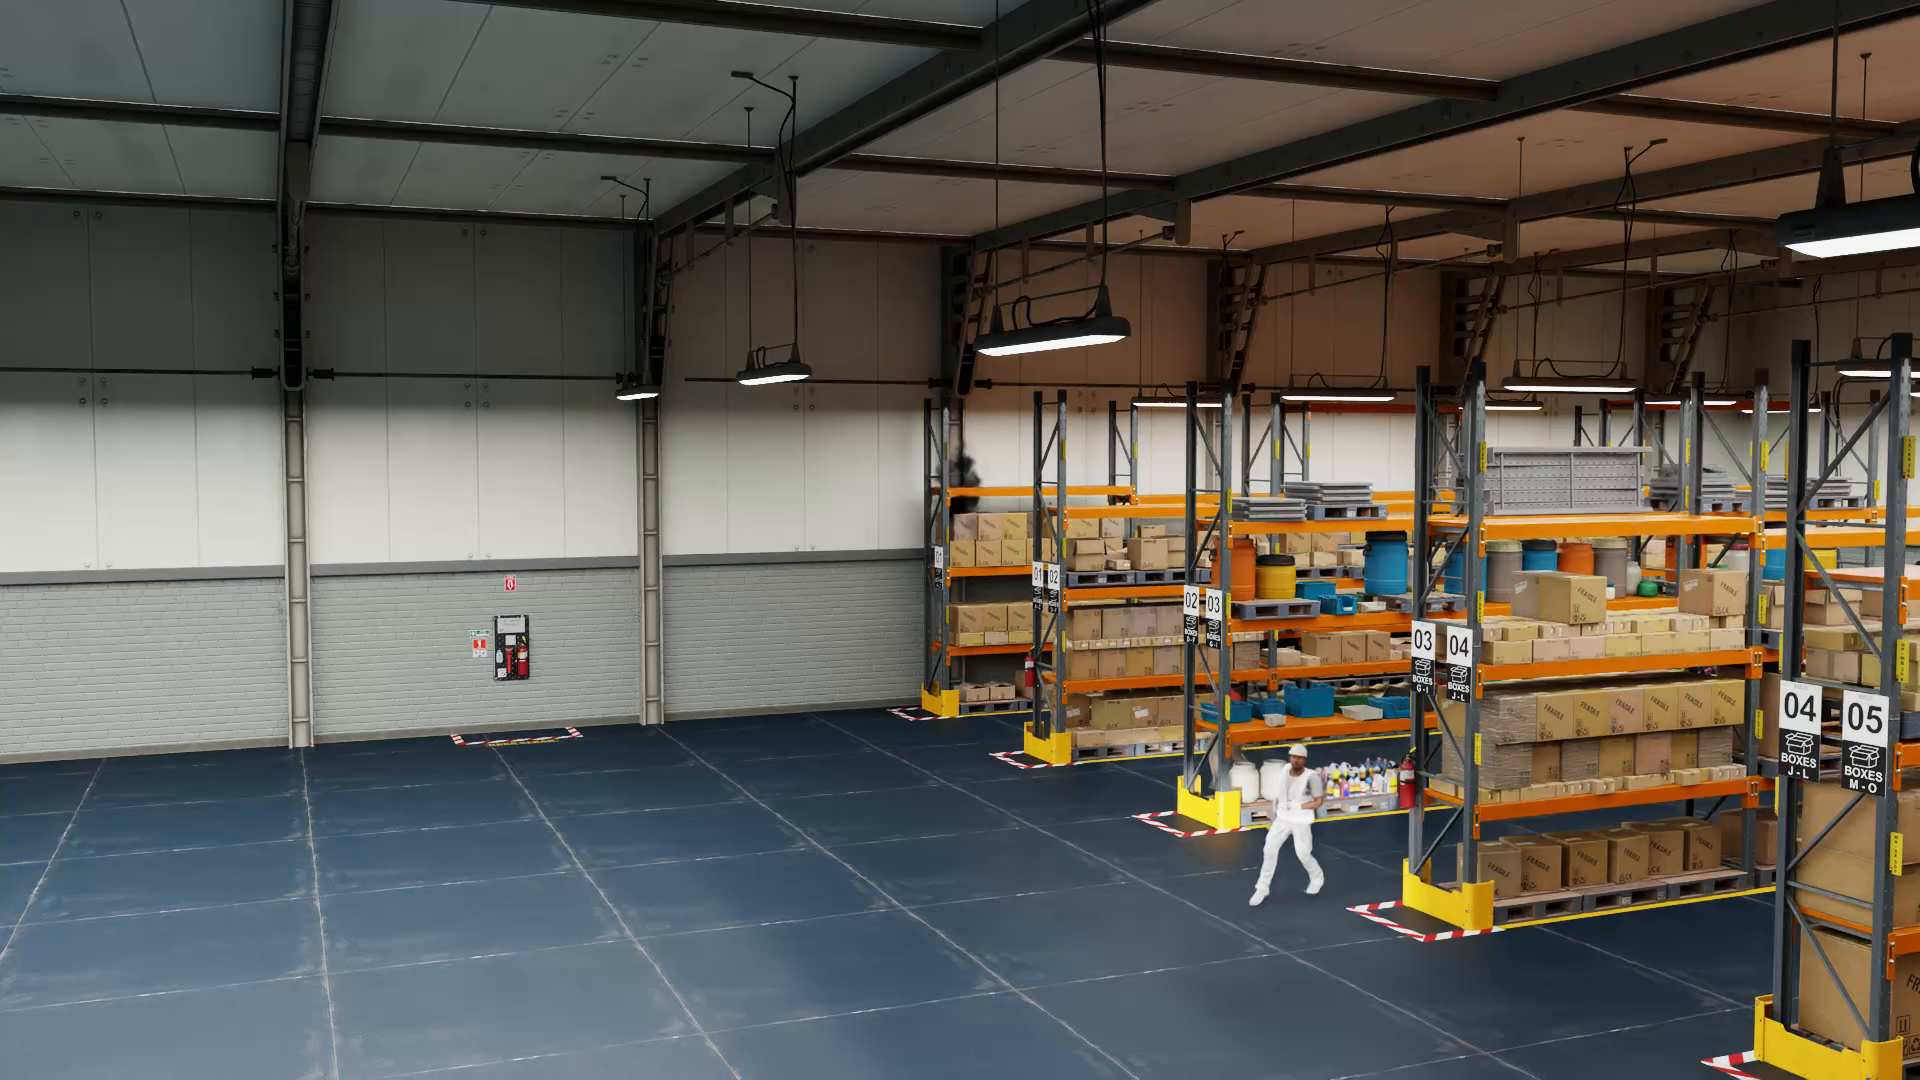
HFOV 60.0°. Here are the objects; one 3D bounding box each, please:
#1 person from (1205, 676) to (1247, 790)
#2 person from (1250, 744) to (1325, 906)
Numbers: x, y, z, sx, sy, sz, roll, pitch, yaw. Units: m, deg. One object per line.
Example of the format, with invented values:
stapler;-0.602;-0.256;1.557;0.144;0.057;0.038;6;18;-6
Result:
person;3.996;2.872;24.803;0.882;1.777;0.573;-3;4;-40
person;3.758;3.173;18.643;0.957;1.797;0.690;-3;5;-44
